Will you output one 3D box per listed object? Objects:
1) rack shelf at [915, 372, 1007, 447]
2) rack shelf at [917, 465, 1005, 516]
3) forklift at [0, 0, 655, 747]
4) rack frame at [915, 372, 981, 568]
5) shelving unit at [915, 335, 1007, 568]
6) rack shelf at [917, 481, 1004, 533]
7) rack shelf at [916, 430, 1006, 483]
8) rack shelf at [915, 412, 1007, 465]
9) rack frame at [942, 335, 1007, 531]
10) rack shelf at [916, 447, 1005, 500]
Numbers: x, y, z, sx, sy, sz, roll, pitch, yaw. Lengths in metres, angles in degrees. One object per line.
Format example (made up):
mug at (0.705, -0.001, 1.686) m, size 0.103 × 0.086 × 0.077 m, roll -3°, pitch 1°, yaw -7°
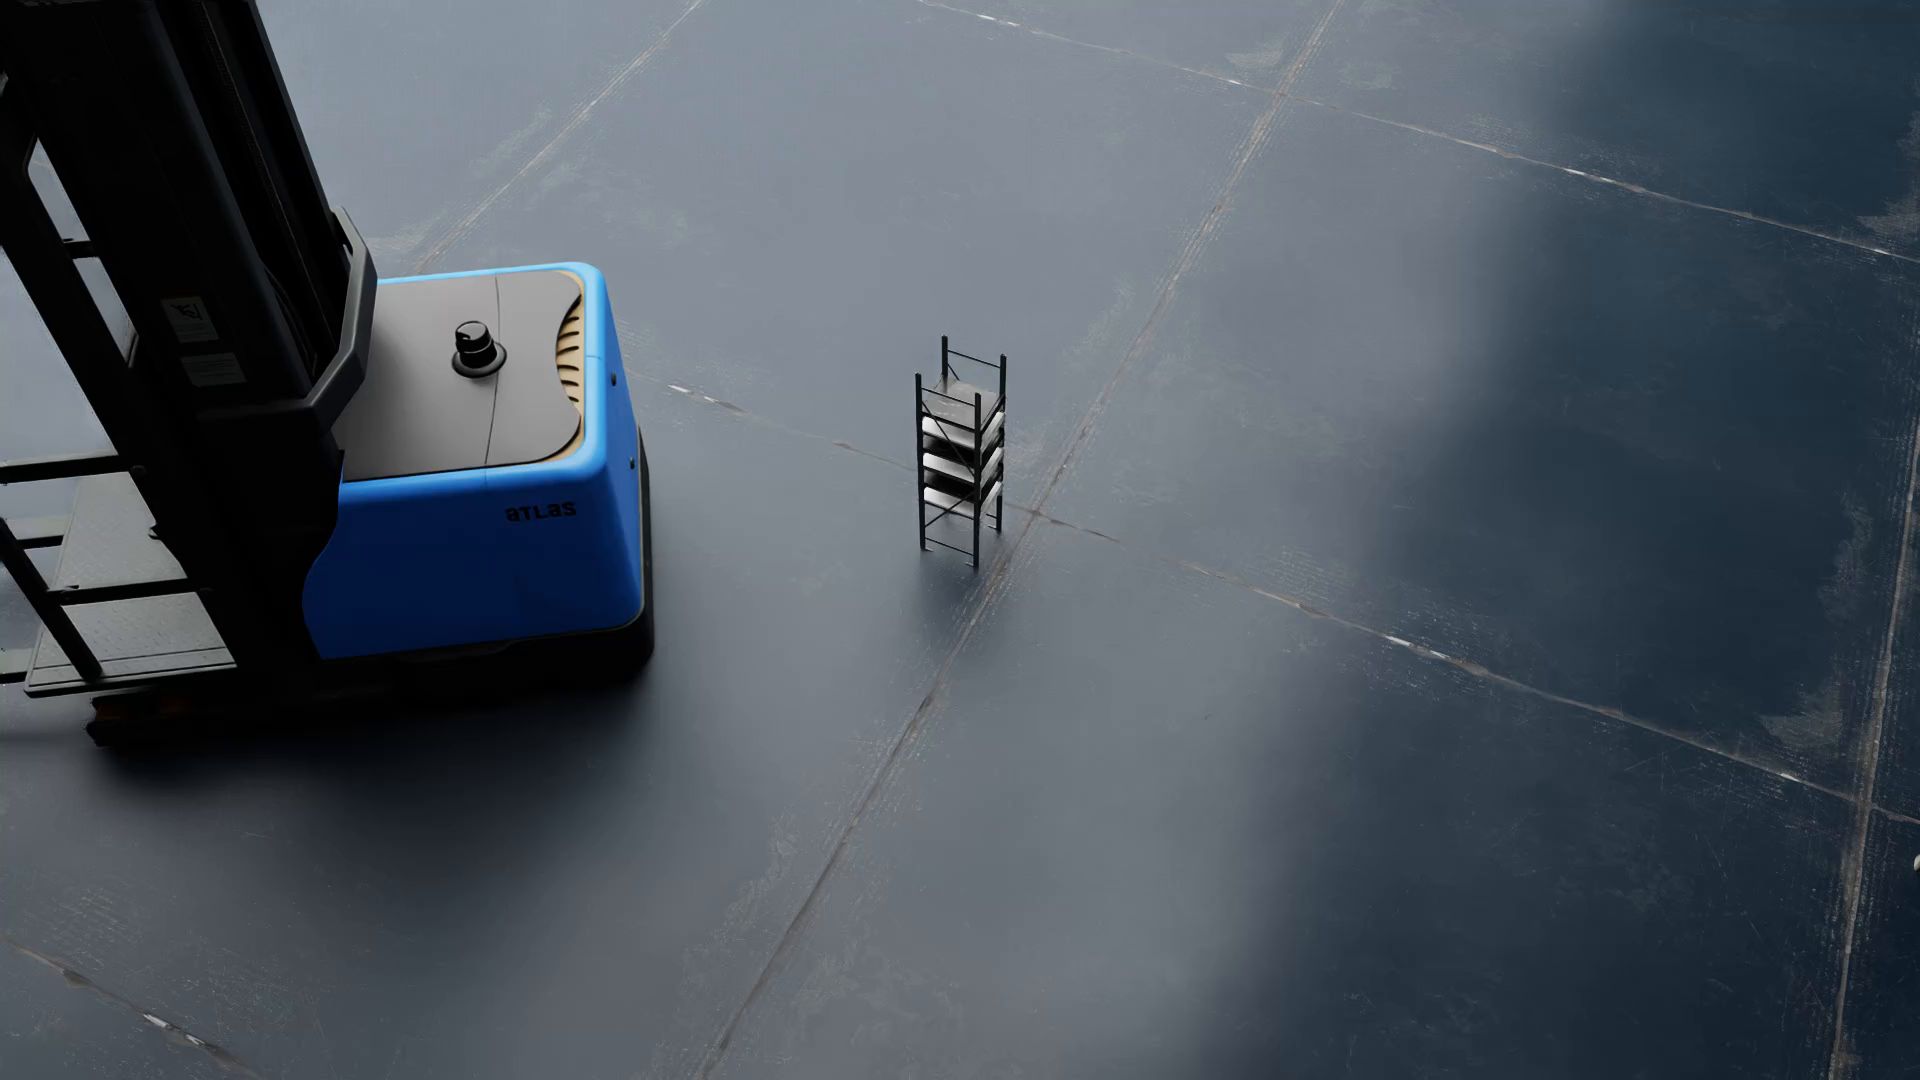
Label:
rack shelf at (0.003, -0.451, 5.732) m, size 0.258 × 0.077 × 0.200 m, roll 20°, pitch 52°, yaw 16°
rack shelf at (0.003, -0.217, 6.006) m, size 0.258 × 0.077 × 0.200 m, roll 20°, pitch 52°, yaw 16°
forklift at (-2.633, -0.687, 4.910) m, size 3.031 × 2.935 × 1.130 m, roll -6°, pitch 50°, yaw -5°
rack frame at (-0.040, -0.227, 5.852) m, size 0.240 × 0.900 × 0.006 m, roll 20°, pitch 52°, yaw 16°
shelving unit at (0.003, -0.297, 5.912) m, size 0.258 × 0.900 × 0.210 m, roll 20°, pitch 52°, yaw 16°
rack shelf at (0.003, -0.159, 6.075) m, size 0.258 × 0.077 × 0.200 m, roll 20°, pitch 52°, yaw 16°
rack shelf at (0.003, -0.334, 5.869) m, size 0.258 × 0.077 × 0.200 m, roll 20°, pitch 52°, yaw 16°
rack shelf at (0.003, -0.392, 5.800) m, size 0.258 × 0.077 × 0.200 m, roll 20°, pitch 52°, yaw 16°
rack frame at (0.047, -0.367, 5.972) m, size 0.240 × 0.900 × 0.006 m, roll 20°, pitch 52°, yaw 16°
rack shelf at (0.003, -0.276, 5.937) m, size 0.258 × 0.077 × 0.200 m, roll 20°, pitch 52°, yaw 16°
